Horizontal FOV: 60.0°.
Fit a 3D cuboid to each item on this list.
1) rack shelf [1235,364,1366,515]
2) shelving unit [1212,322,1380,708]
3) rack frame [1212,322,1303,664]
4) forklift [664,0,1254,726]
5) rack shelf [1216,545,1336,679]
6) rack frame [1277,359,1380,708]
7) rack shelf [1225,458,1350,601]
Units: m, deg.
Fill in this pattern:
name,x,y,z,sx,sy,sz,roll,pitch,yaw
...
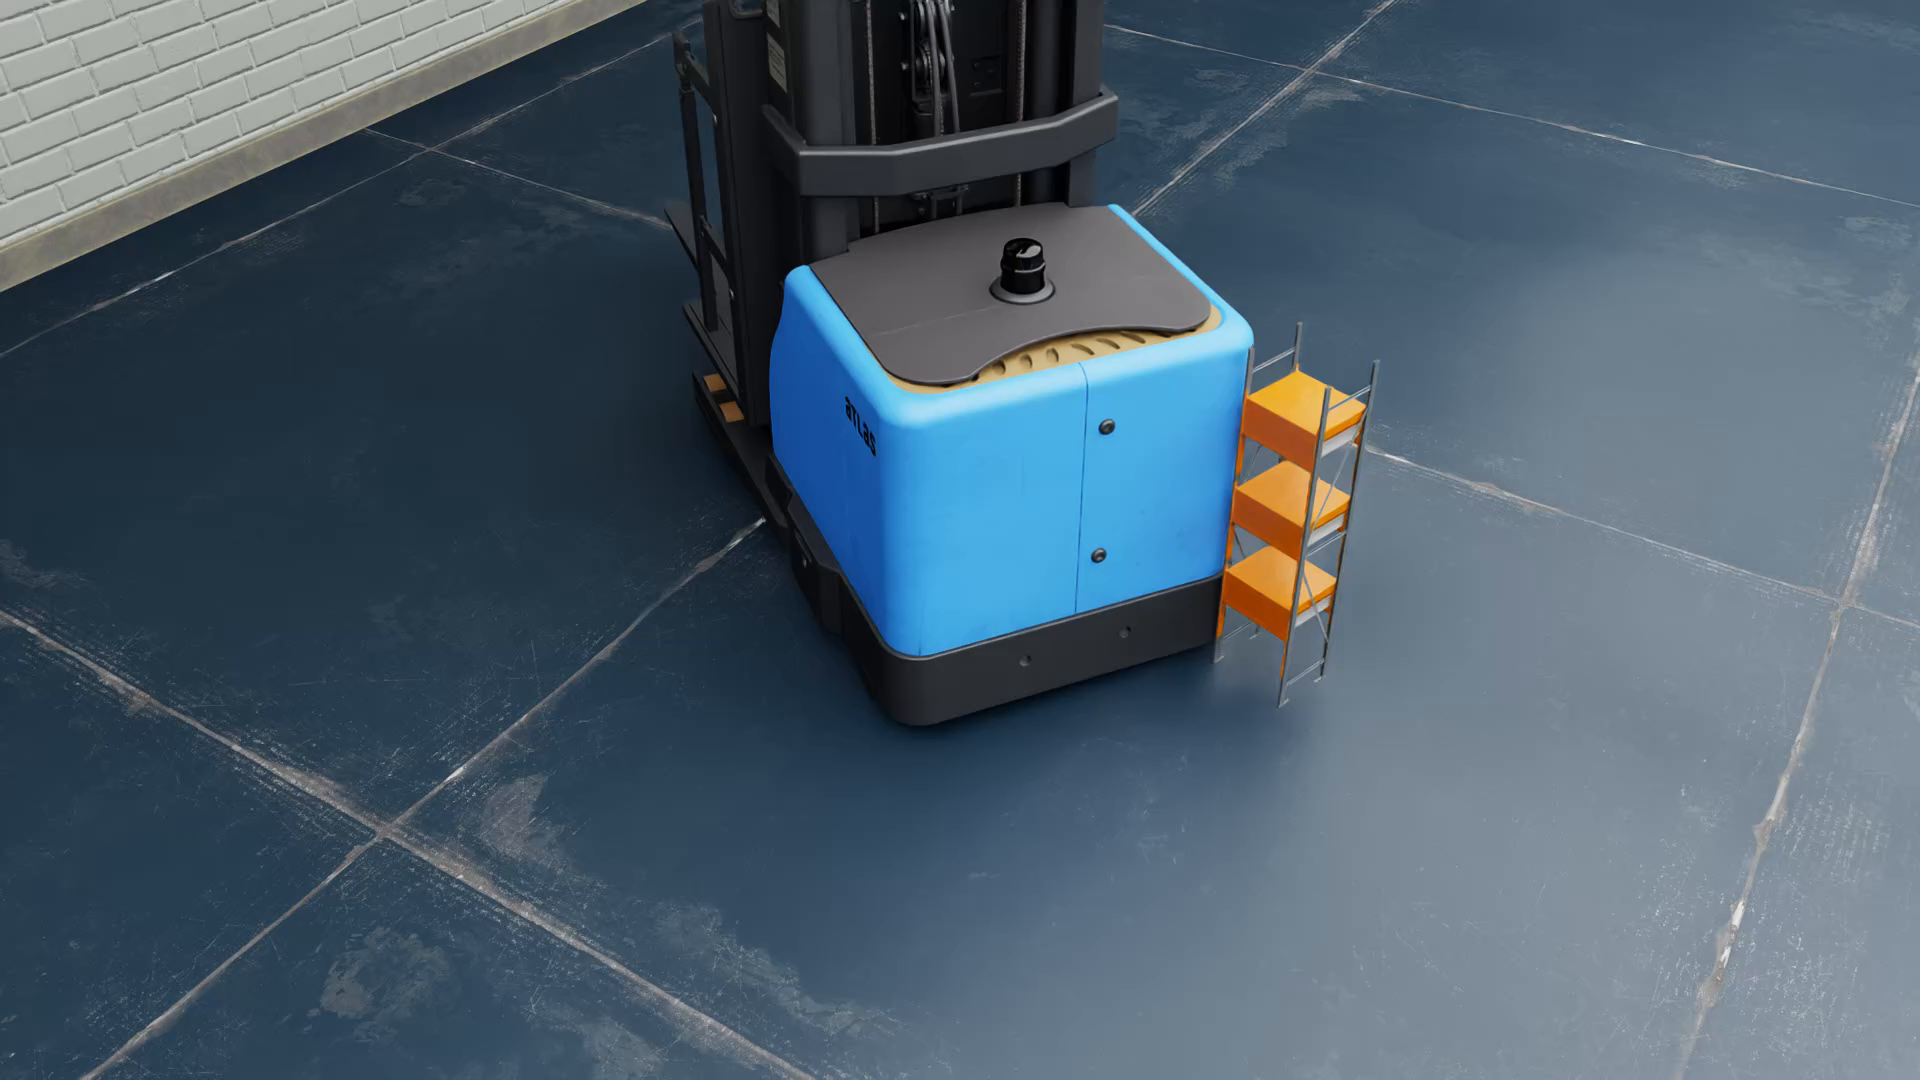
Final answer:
name,x,y,z,sx,sy,sz,roll,pitch,yaw
rack shelf,0.879,-0.261,4.280,0.215,0.259,0.240,-28,45,-31
shelving unit,0.881,-0.044,4.446,0.215,1.050,0.252,-28,45,-31
rack frame,0.802,-0.100,4.520,0.200,1.050,0.008,-28,45,-31
forklift,-0.275,-1.558,4.870,1.130,2.935,3.031,-15,40,-18
rack shelf,0.882,0.185,4.621,0.215,0.259,0.240,-28,45,-31
rack frame,0.960,0.012,4.372,0.200,1.050,0.008,-28,45,-31
rack shelf,0.881,-0.036,4.452,0.215,0.259,0.240,-28,45,-31
